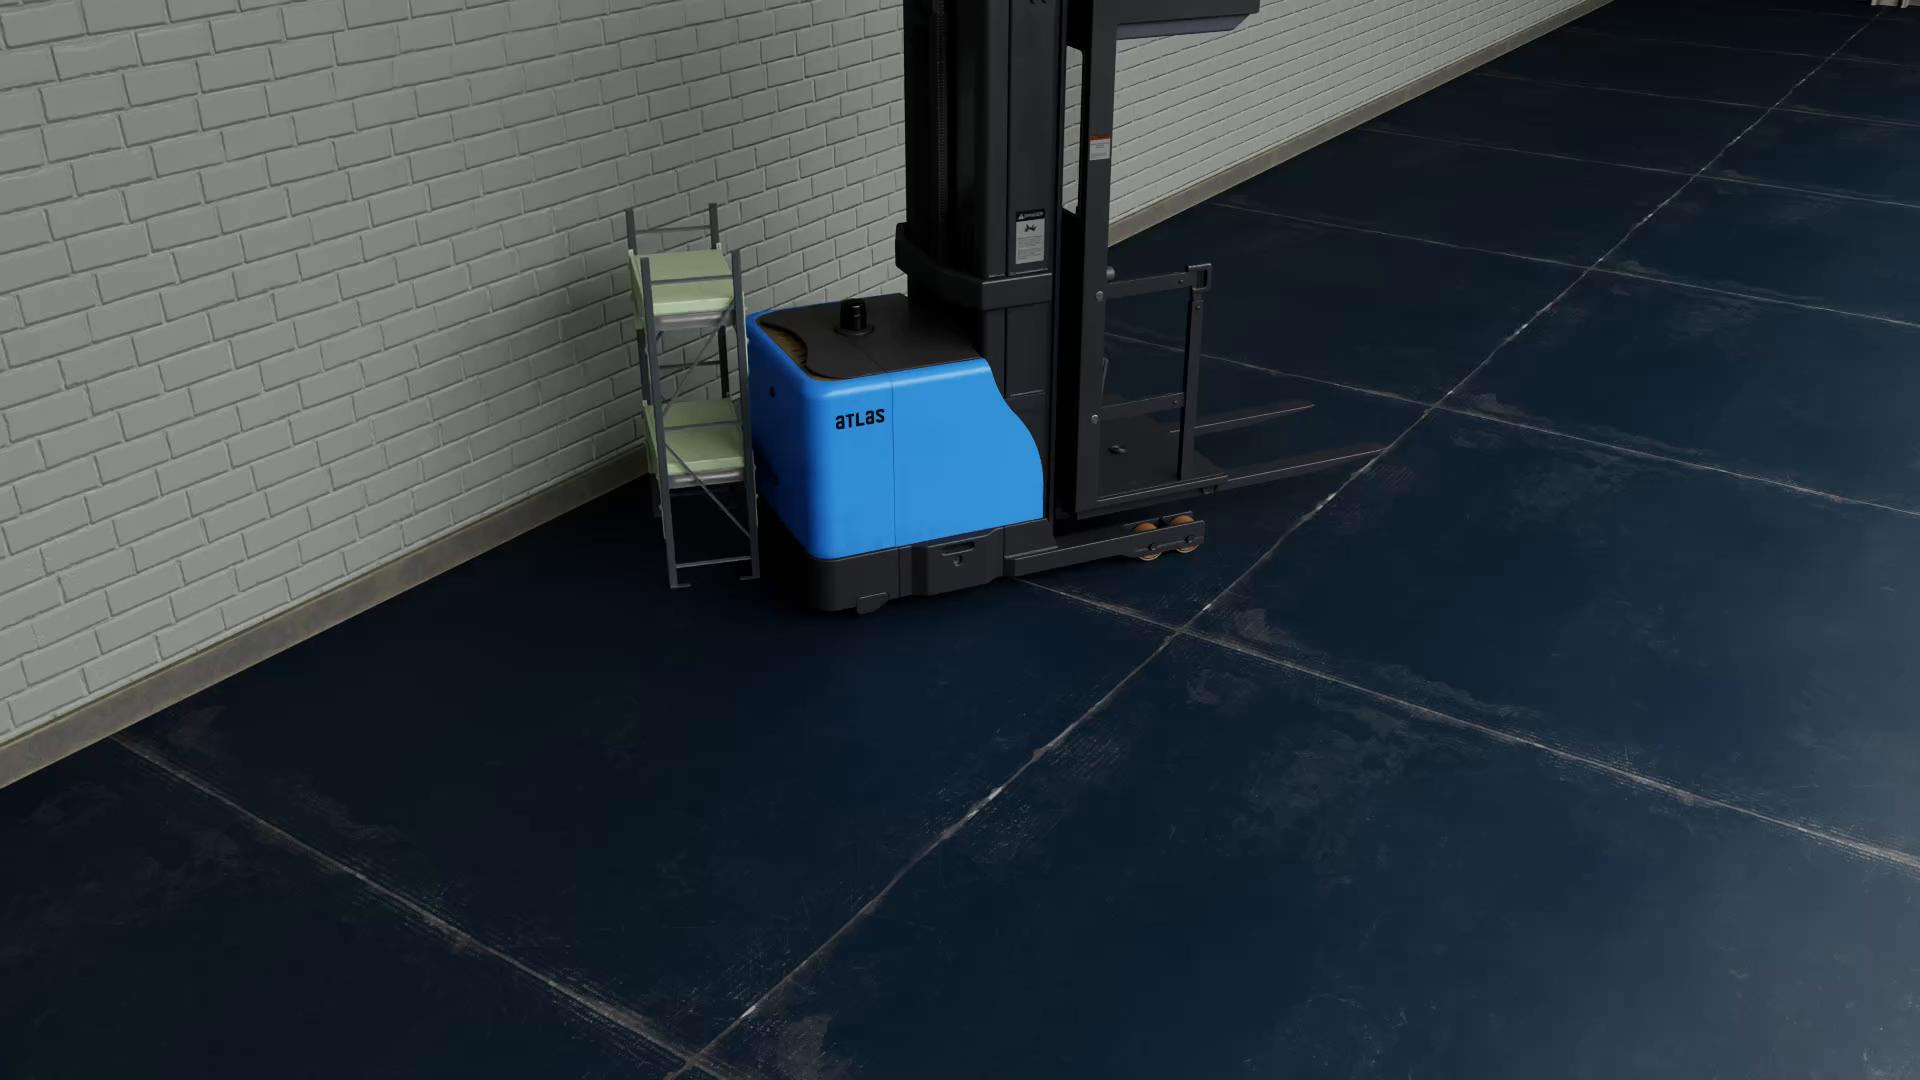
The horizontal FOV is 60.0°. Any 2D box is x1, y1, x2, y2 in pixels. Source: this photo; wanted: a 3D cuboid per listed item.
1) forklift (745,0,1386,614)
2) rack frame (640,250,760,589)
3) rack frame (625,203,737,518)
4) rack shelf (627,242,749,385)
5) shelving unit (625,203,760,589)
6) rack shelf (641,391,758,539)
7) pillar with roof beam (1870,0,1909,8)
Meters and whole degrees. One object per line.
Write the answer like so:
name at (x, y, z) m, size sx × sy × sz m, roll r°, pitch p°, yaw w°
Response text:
forklift at (0.570, -1.420, 7.308) m, size 3.031 × 2.935 × 1.130 m, roll -11°, pitch 29°, yaw -21°
rack frame at (-1.086, -0.480, 7.040) m, size 0.400 × 1.500 × 0.023 m, roll -7°, pitch 28°, yaw -13°
rack frame at (-1.273, -0.801, 7.671) m, size 0.400 × 1.500 × 0.023 m, roll -7°, pitch 28°, yaw -13°
rack shelf at (-1.180, -0.989, 7.179) m, size 0.431 × 0.370 × 0.720 m, roll -7°, pitch 28°, yaw -13°
shelving unit at (-1.180, -0.641, 7.356) m, size 0.431 × 1.500 × 0.755 m, roll -7°, pitch 28°, yaw -13°
rack shelf at (-1.180, -0.350, 7.503) m, size 0.431 × 0.370 × 0.720 m, roll -7°, pitch 28°, yaw -13°
pillar with roof beam at (9.351, -9.190, 15.888) m, size 0.400 × 9.000 × 9.100 m, roll 17°, pitch 32°, yaw 30°
